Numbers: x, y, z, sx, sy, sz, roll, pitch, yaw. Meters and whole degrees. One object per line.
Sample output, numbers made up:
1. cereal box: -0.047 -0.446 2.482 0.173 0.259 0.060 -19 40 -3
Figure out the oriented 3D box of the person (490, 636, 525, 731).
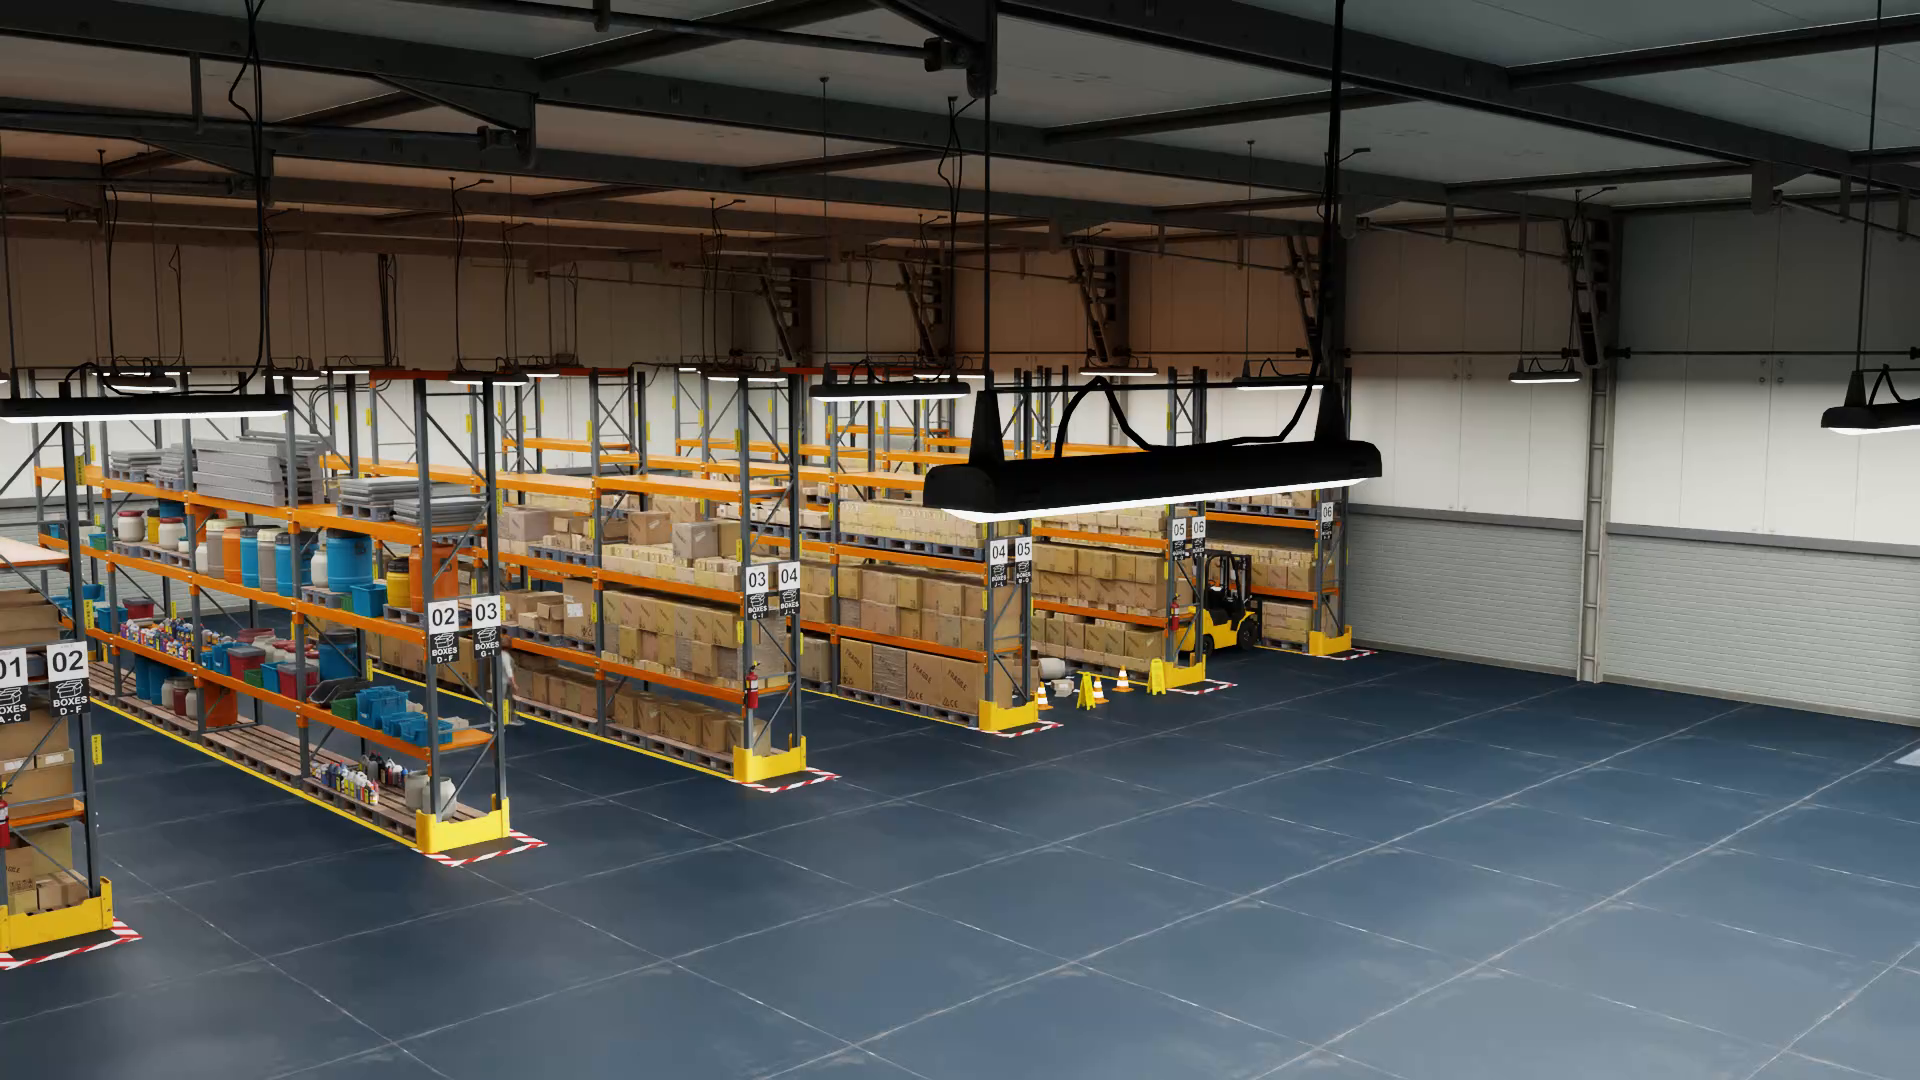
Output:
1. person: -7.620 2.393 27.920 0.603 1.587 0.581 -2 7 -17
